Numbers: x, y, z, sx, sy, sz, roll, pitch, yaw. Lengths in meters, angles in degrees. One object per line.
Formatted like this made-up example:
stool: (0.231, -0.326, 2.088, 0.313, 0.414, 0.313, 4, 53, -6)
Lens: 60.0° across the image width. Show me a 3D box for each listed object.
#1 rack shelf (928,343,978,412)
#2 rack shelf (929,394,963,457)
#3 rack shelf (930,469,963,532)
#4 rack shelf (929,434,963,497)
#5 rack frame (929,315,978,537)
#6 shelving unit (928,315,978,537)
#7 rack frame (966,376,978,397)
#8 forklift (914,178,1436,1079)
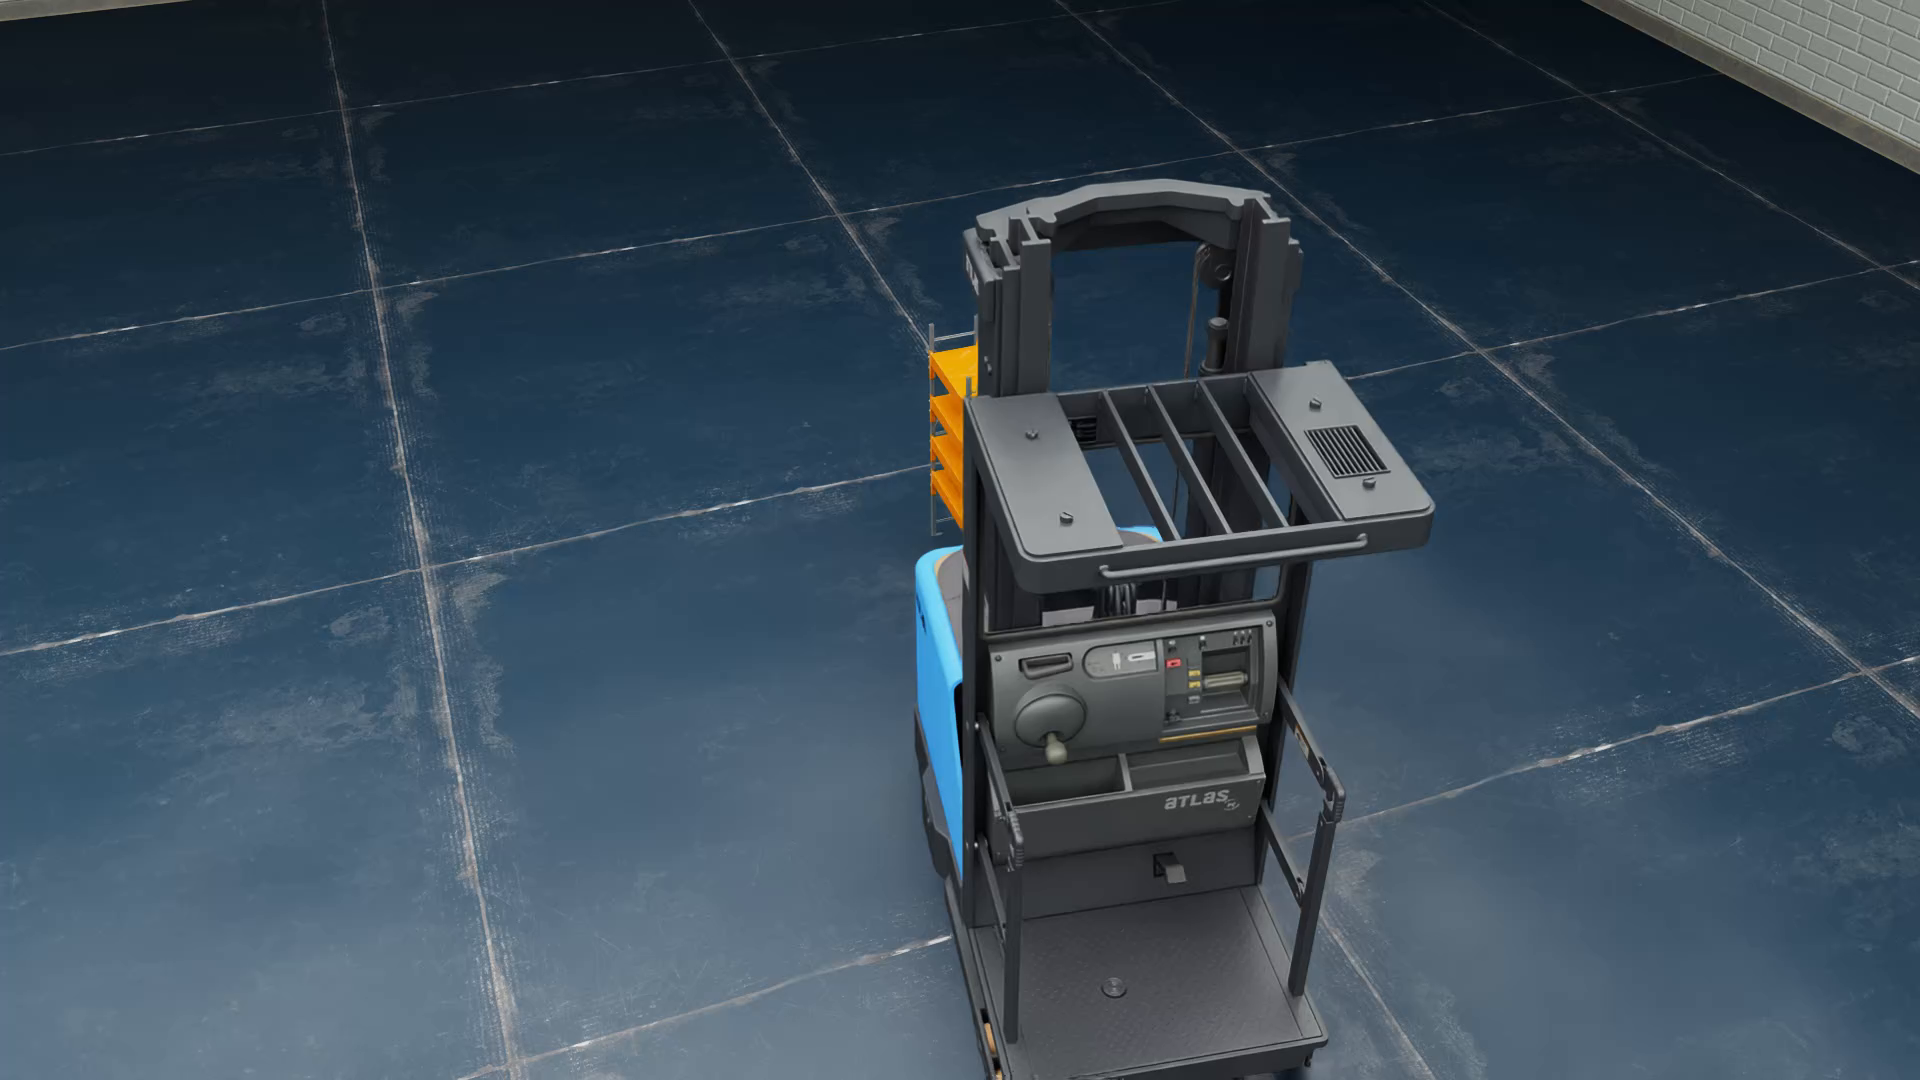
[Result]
rack shelf: (0.057, -0.700, 7.528, 0.258, 0.148, 0.480, -12, 39, -16)
rack shelf: (0.057, -0.511, 7.671, 0.258, 0.148, 0.480, -12, 39, -16)
rack shelf: (0.057, -0.173, 7.925, 0.258, 0.148, 0.480, -12, 39, -16)
rack shelf: (0.057, -0.332, 7.805, 0.258, 0.148, 0.480, -12, 39, -16)
rack frame: (-0.027, -0.524, 7.948, 0.240, 1.200, 0.015, -12, 39, -16)
shelving unit: (0.057, -0.386, 7.765, 0.258, 1.200, 0.503, -12, 39, -16)
rack frame: (0.141, -0.248, 7.582, 0.240, 1.200, 0.015, -12, 39, -16)
forklift: (0.599, 0.540, 5.097, 1.130, 2.935, 3.031, -7, 38, -9)
